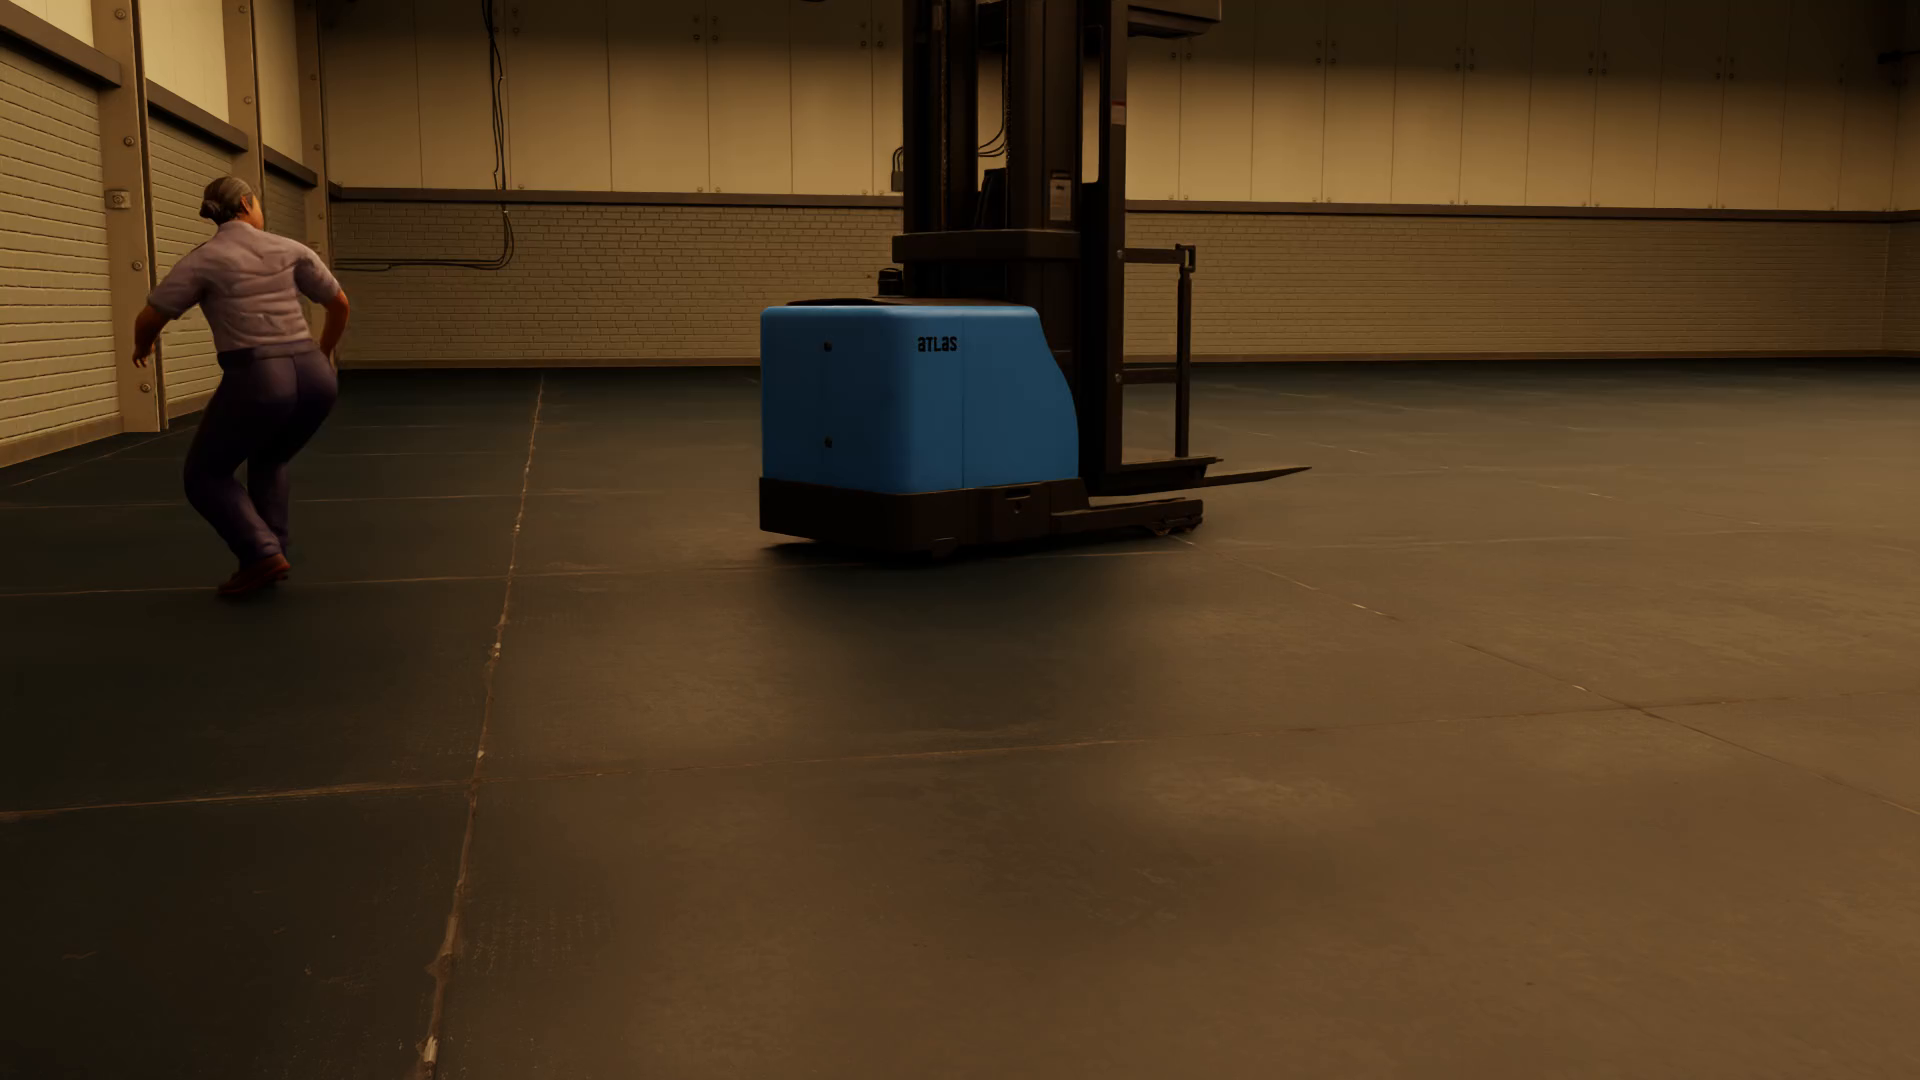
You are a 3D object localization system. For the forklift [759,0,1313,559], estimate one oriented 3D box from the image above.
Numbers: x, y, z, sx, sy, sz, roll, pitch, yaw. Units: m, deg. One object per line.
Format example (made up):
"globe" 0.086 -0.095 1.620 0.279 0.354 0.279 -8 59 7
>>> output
"forklift" 0.532 -1.517 7.970 3.031 2.935 1.130 -7 11 -41

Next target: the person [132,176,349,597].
"person" -2.720 -0.587 6.316 0.705 1.551 0.760 6 10 36
